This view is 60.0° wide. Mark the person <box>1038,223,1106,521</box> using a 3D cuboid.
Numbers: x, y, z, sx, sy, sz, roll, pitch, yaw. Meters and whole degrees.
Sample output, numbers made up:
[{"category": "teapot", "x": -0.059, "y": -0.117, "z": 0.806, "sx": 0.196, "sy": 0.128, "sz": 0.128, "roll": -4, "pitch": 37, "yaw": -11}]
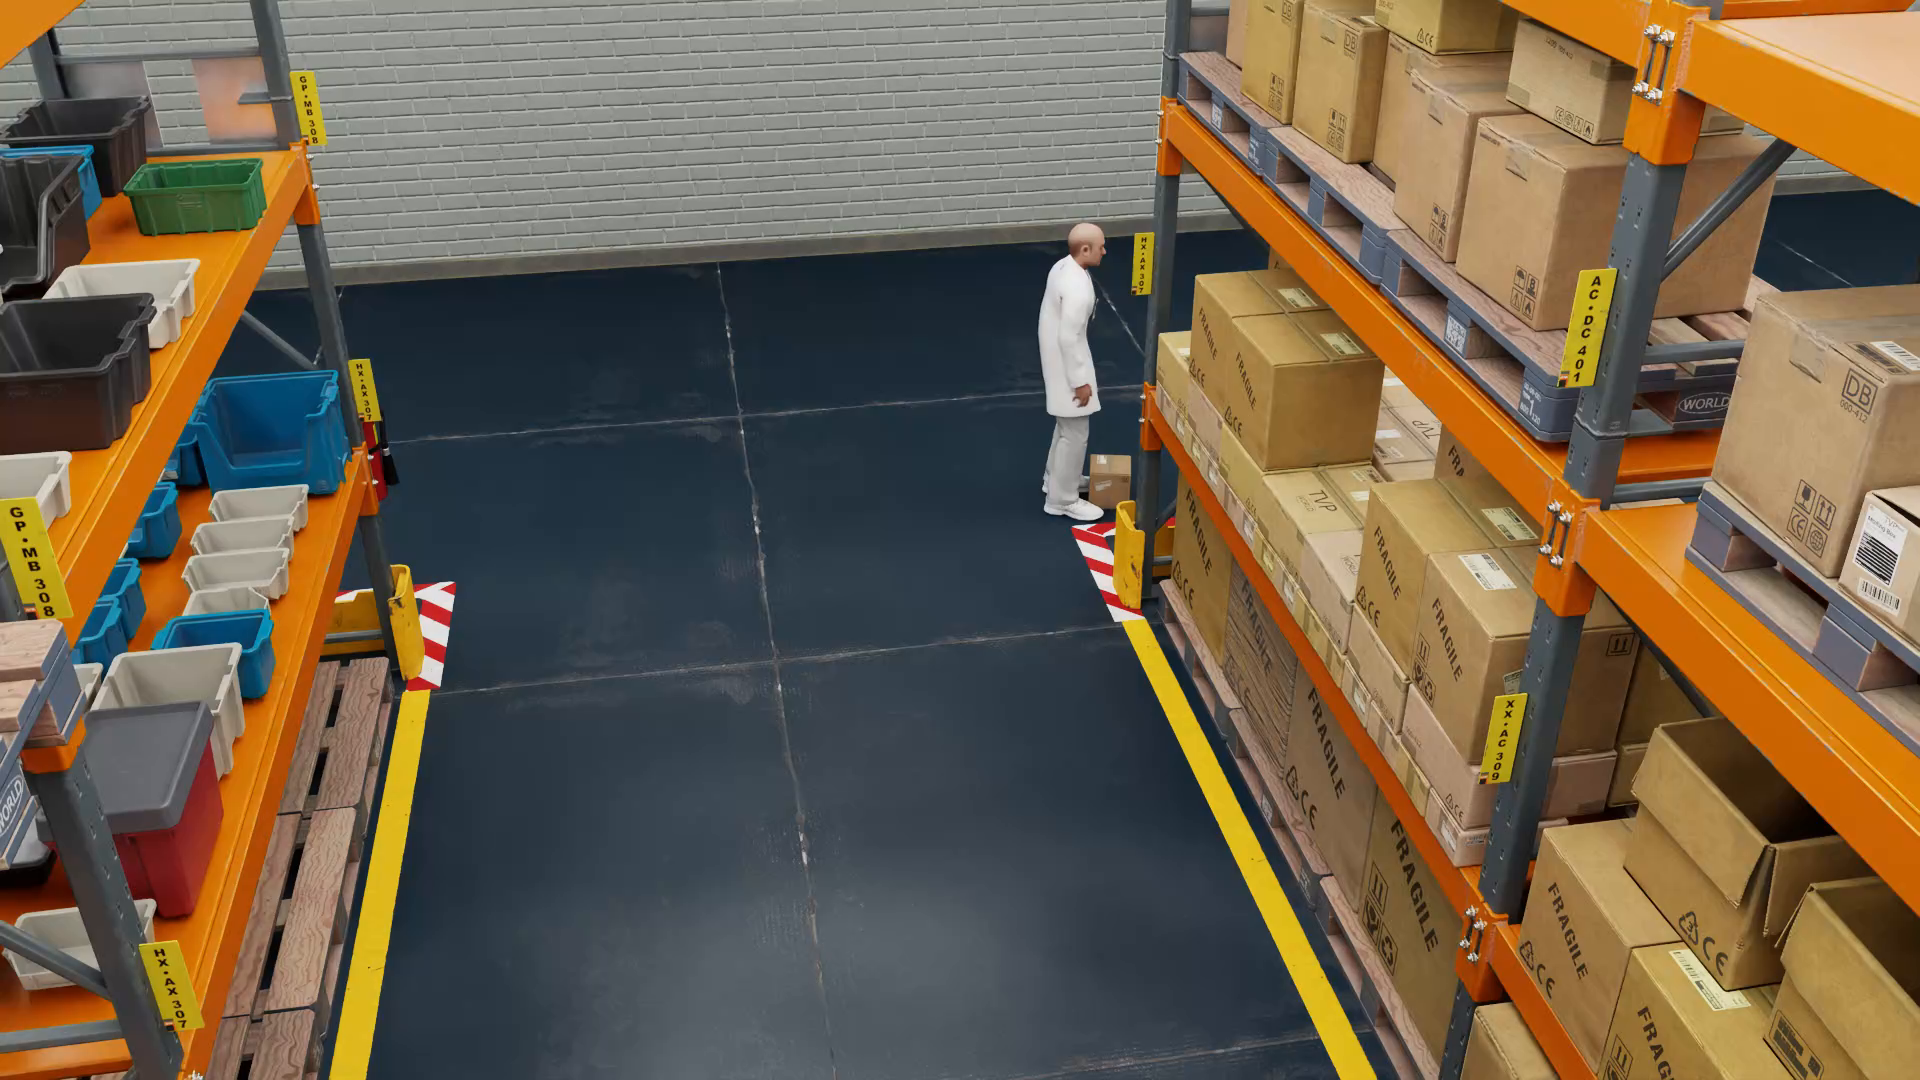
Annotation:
[{"category": "person", "x": 0.676, "y": -1.029, "z": 9.919, "sx": 0.425, "sy": 1.773, "sz": 0.652, "roll": 0, "pitch": 30, "yaw": 0}]
